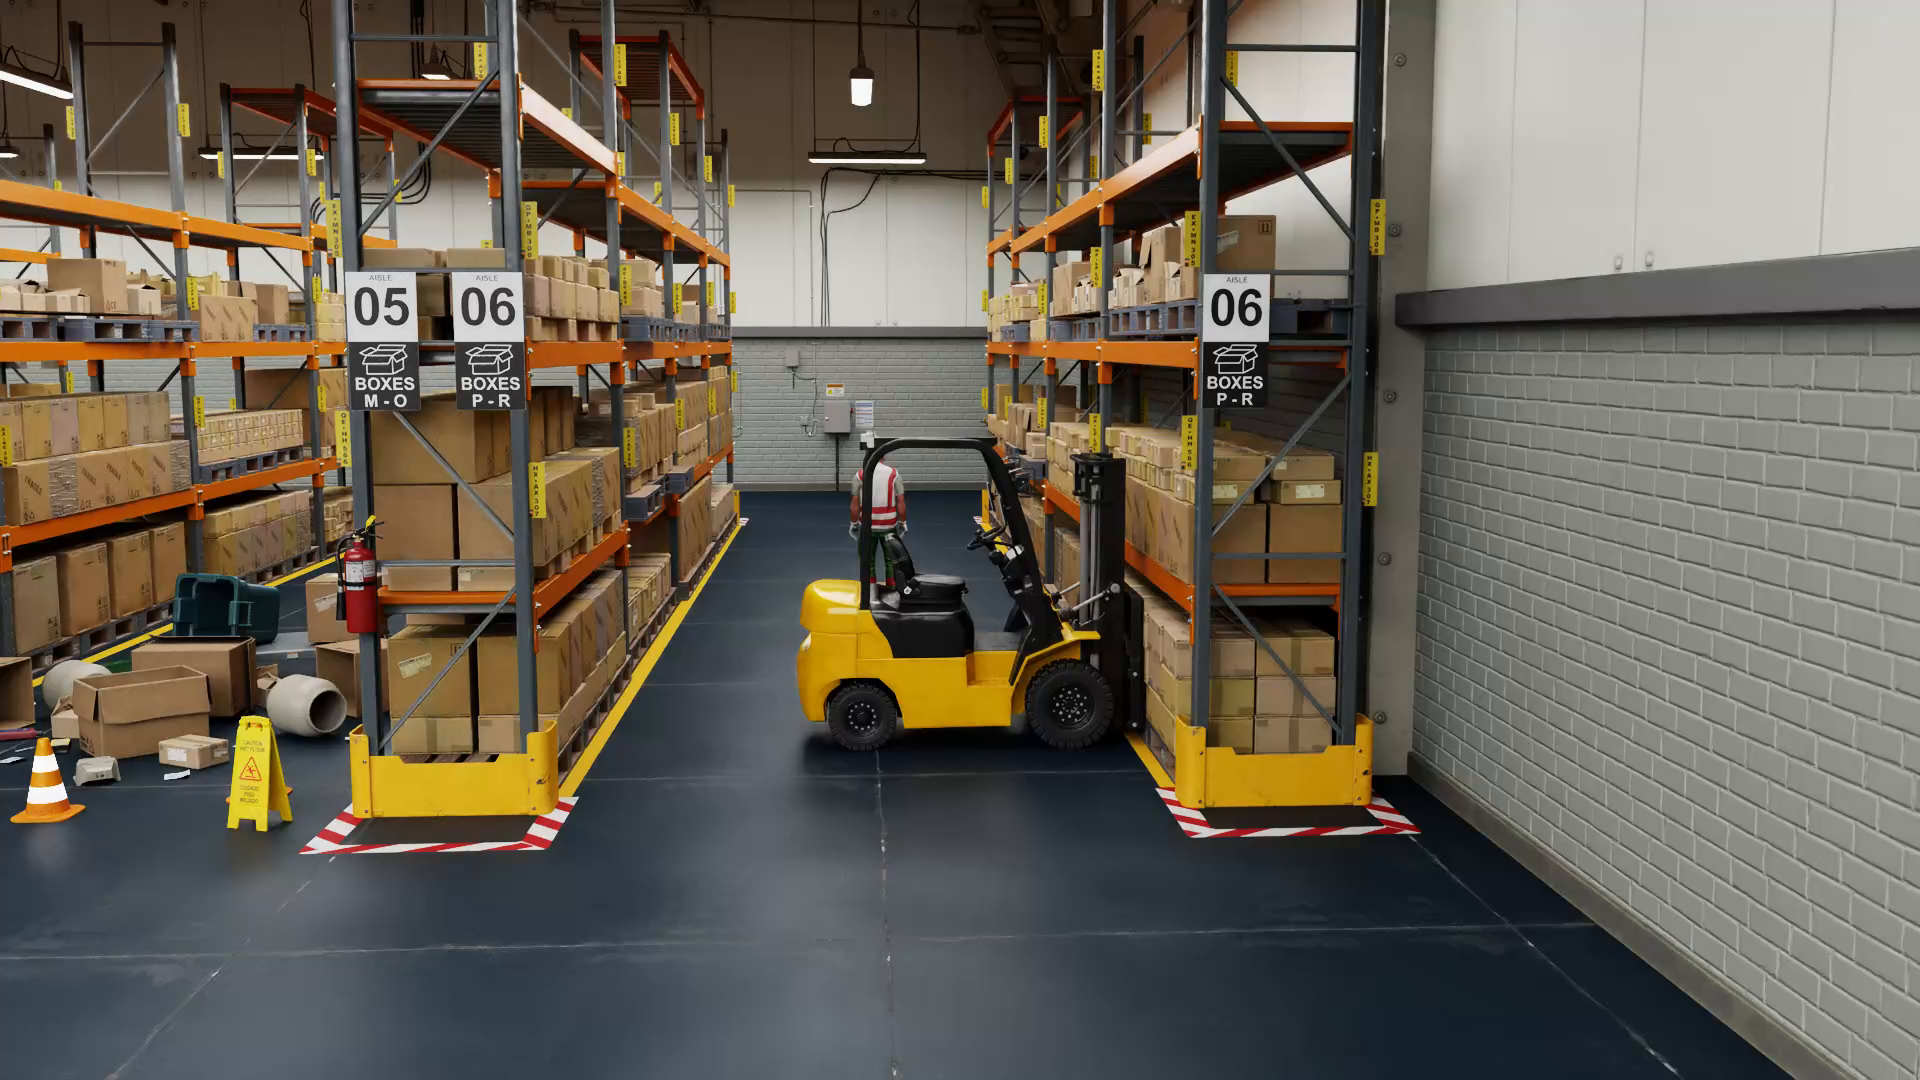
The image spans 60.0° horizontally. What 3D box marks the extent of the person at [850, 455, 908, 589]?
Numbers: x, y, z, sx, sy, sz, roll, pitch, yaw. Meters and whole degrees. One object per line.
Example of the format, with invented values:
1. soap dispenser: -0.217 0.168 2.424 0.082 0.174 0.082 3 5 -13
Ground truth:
1. person: -0.848 -0.142 17.366 0.608 1.780 0.448 0 7 -3
